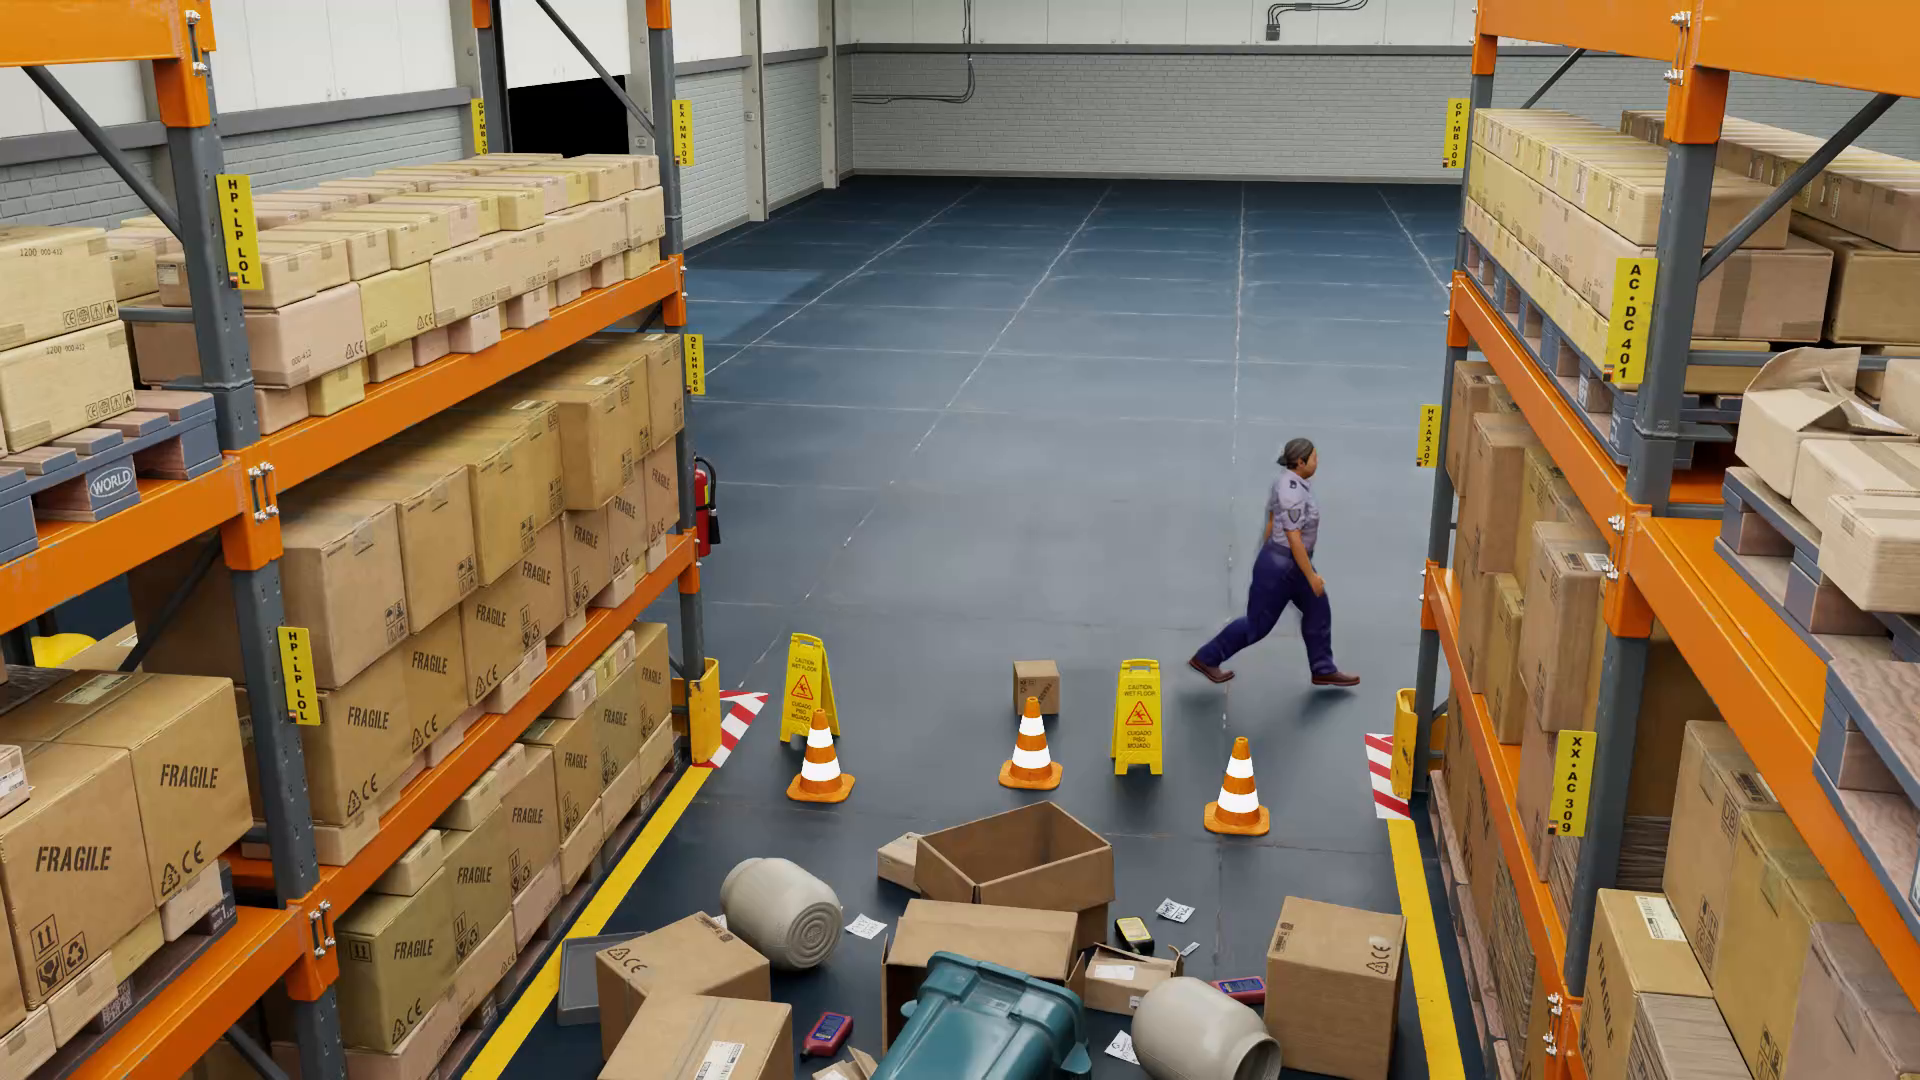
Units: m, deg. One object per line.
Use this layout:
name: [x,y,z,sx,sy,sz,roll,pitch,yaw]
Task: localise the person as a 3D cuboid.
person: [1.959,0.153,10.128,1.044,1.573,0.486,4,19,13]
